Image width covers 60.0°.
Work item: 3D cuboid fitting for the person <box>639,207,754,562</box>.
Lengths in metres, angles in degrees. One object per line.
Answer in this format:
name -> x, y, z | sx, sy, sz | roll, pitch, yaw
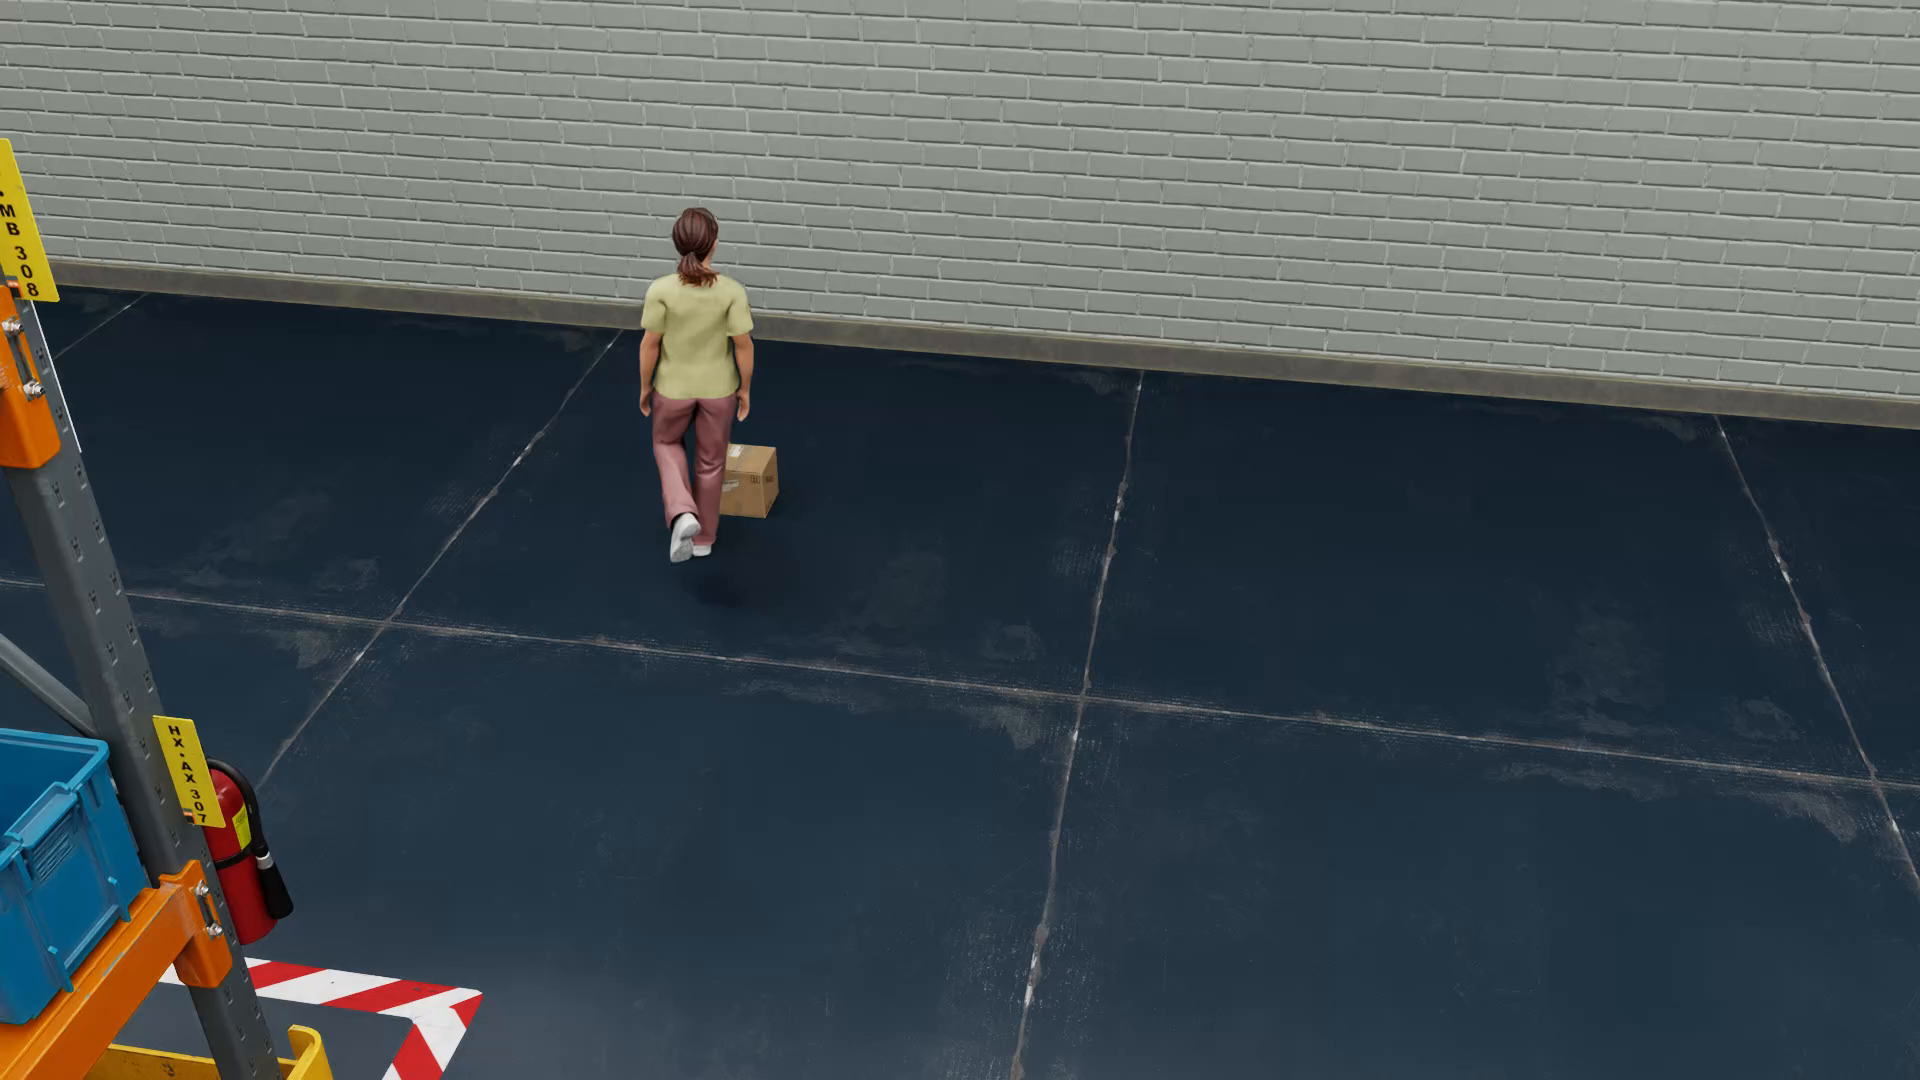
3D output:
person -> -1.118, -0.627, 7.112 | 0.508, 1.666, 0.599 | -4, 33, -7
